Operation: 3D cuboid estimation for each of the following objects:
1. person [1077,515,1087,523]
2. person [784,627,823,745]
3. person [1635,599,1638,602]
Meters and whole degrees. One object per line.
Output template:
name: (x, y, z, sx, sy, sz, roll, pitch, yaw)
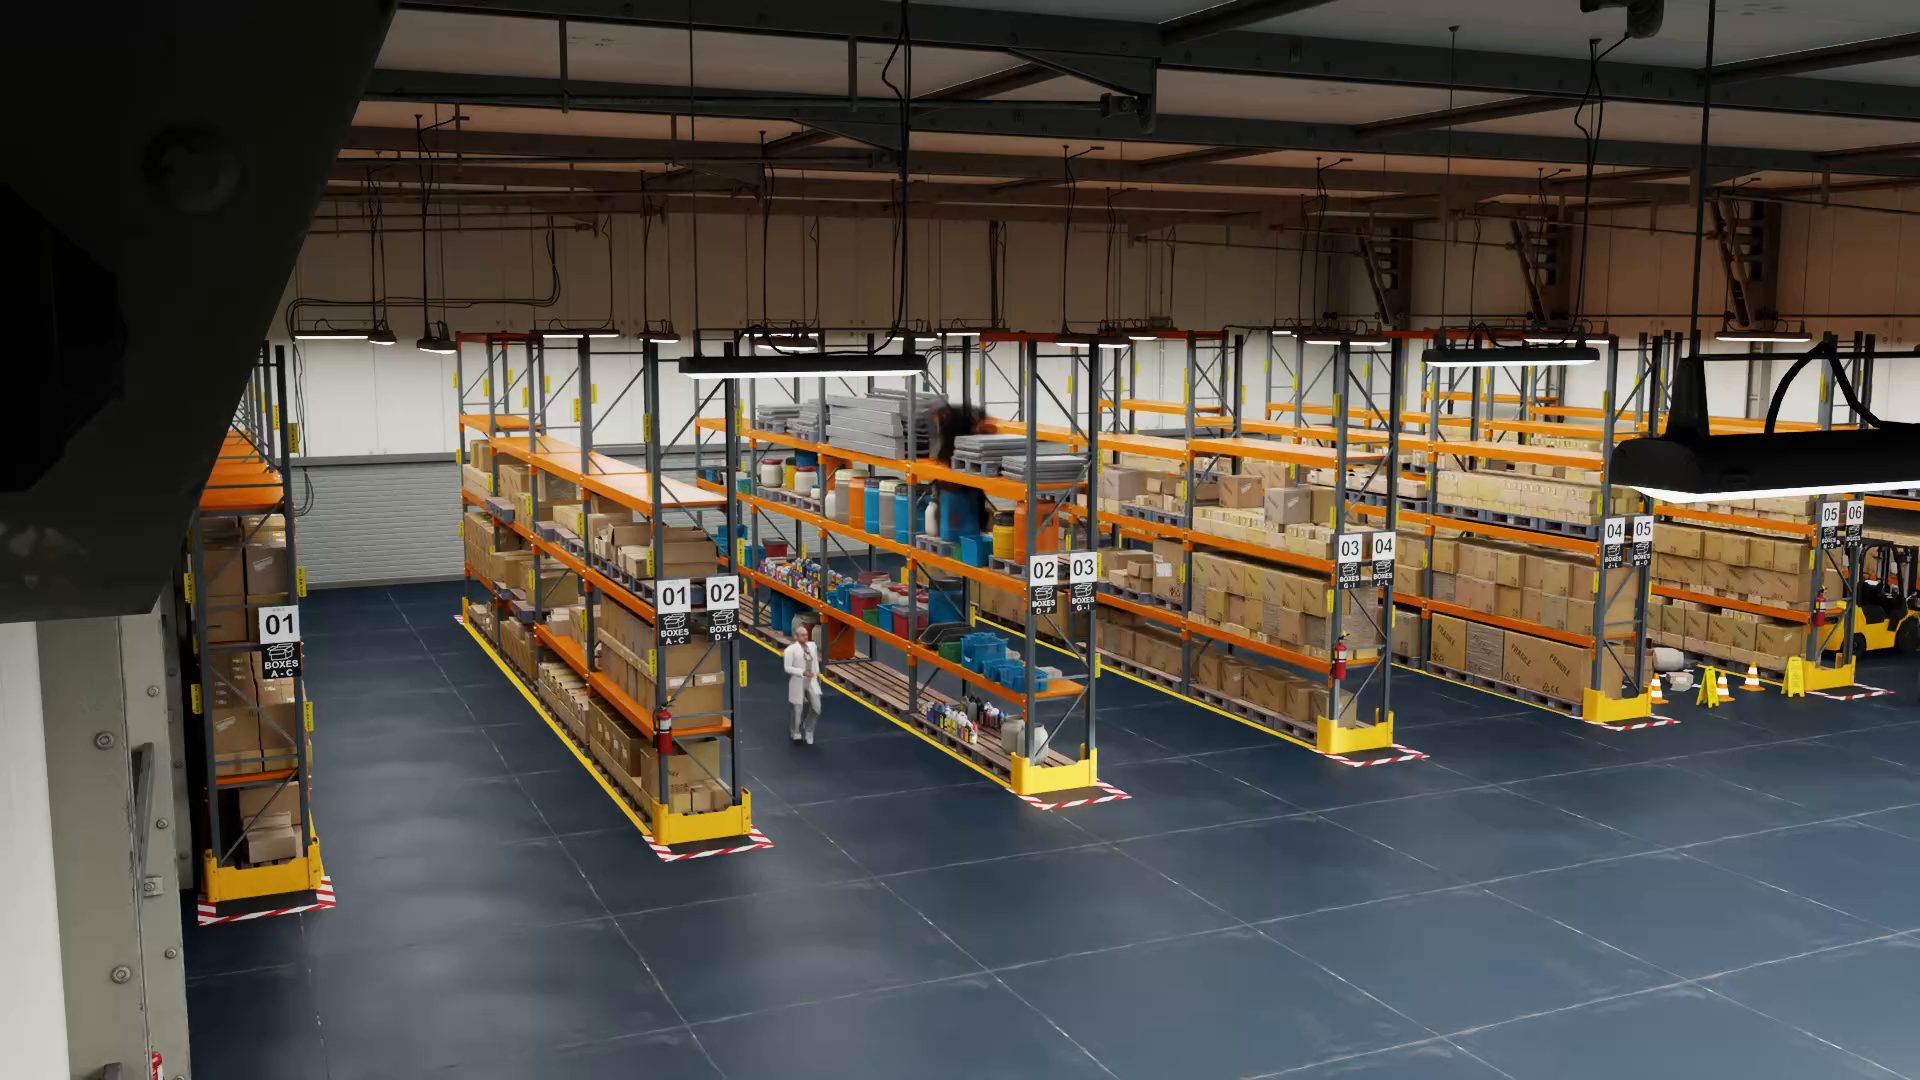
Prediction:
person: (3.244, -0.204, 42.197, 0.681, 1.841, 0.760, 5, 9, 35)
person: (-2.306, 2.158, 24.553, 0.660, 1.779, 0.849, -4, 9, -28)
person: (14.102, 0.808, 34.639, 0.688, 1.743, 0.893, -6, 10, -38)
